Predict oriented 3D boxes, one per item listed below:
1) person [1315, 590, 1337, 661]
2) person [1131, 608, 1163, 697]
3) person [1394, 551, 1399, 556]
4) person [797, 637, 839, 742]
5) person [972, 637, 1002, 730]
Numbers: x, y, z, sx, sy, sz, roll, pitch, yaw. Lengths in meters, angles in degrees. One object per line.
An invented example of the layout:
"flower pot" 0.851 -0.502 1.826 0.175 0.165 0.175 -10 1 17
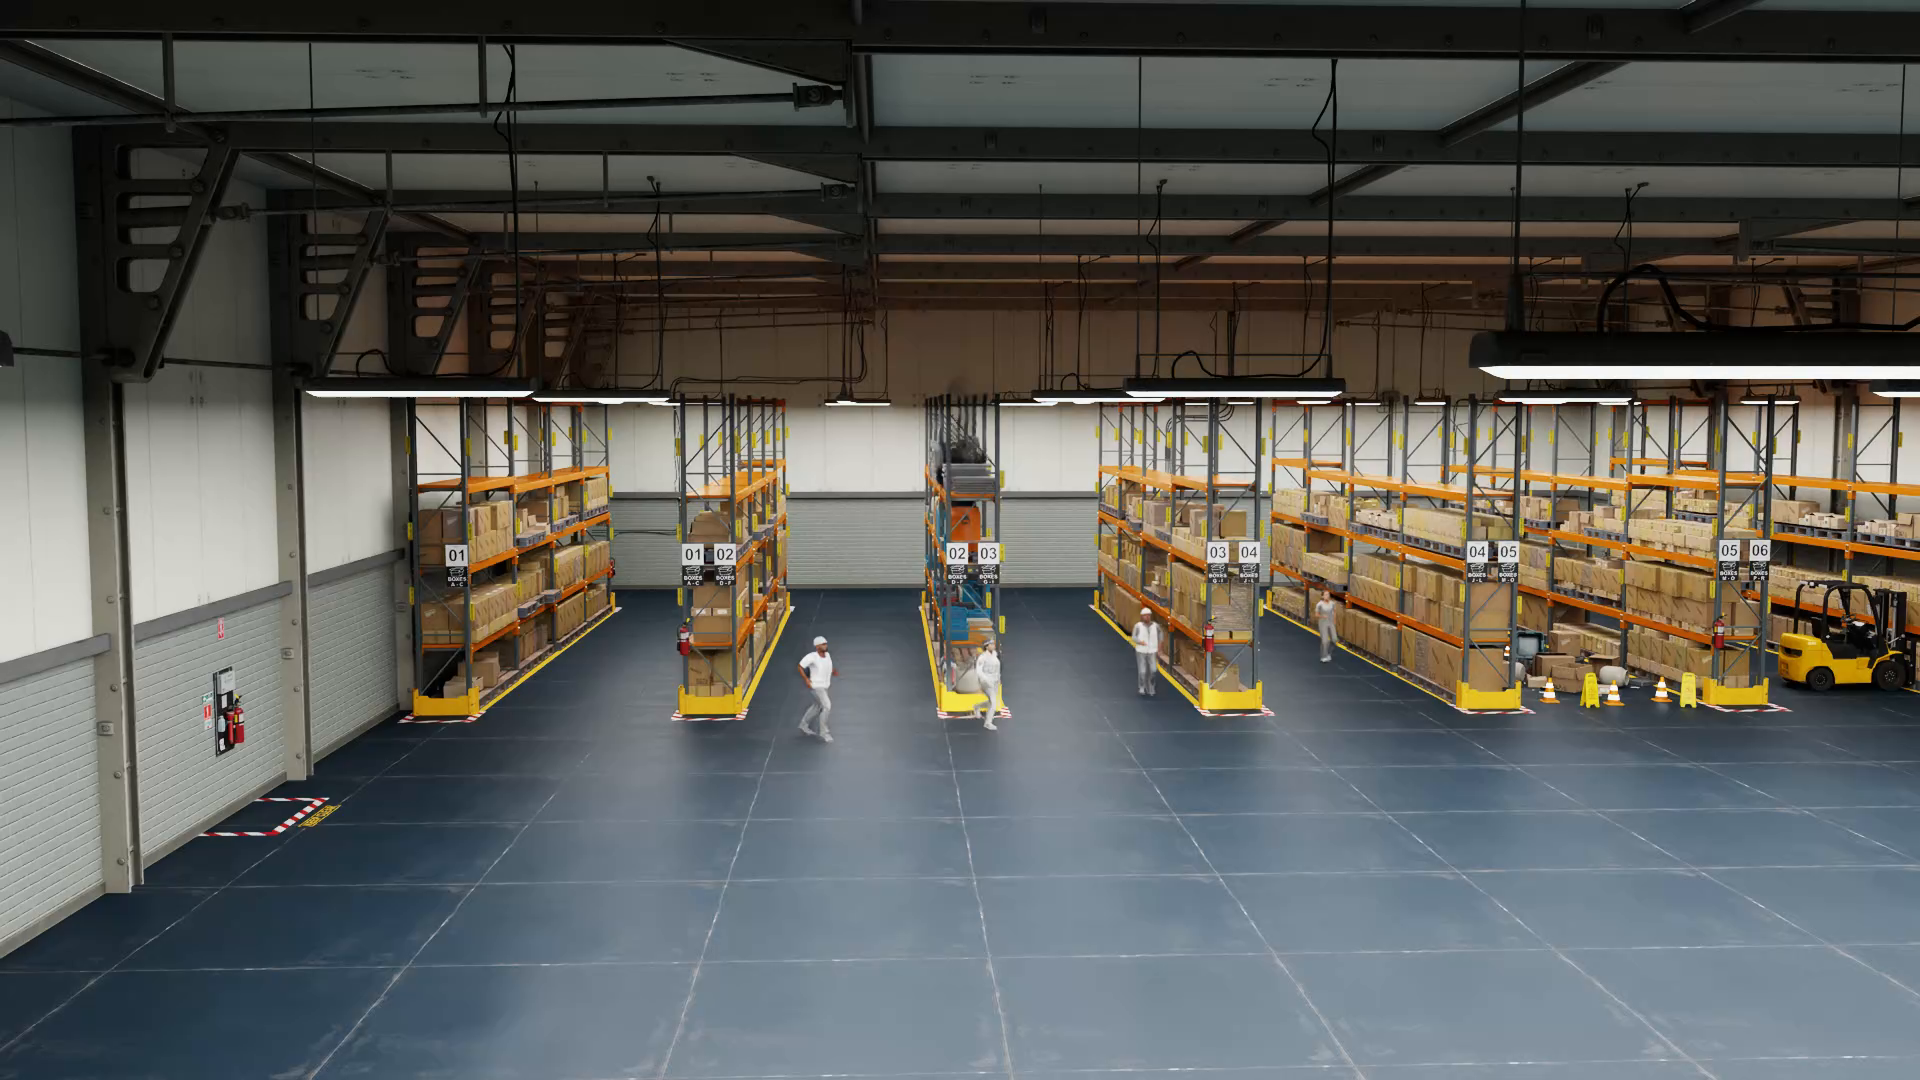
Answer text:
"person" 8.272 1.937 37.418 0.552 1.630 0.585 -1 5 -8
"person" 3.738 2.243 33.097 0.677 1.799 0.698 0 5 -3
"person" 13.171 0.937 50.149 0.578 1.645 0.616 -2 5 -19
"person" -2.472 2.570 28.817 0.781 1.827 0.672 2 5 28
"person" 0.466 2.543 29.844 0.613 1.669 0.627 4 6 39
